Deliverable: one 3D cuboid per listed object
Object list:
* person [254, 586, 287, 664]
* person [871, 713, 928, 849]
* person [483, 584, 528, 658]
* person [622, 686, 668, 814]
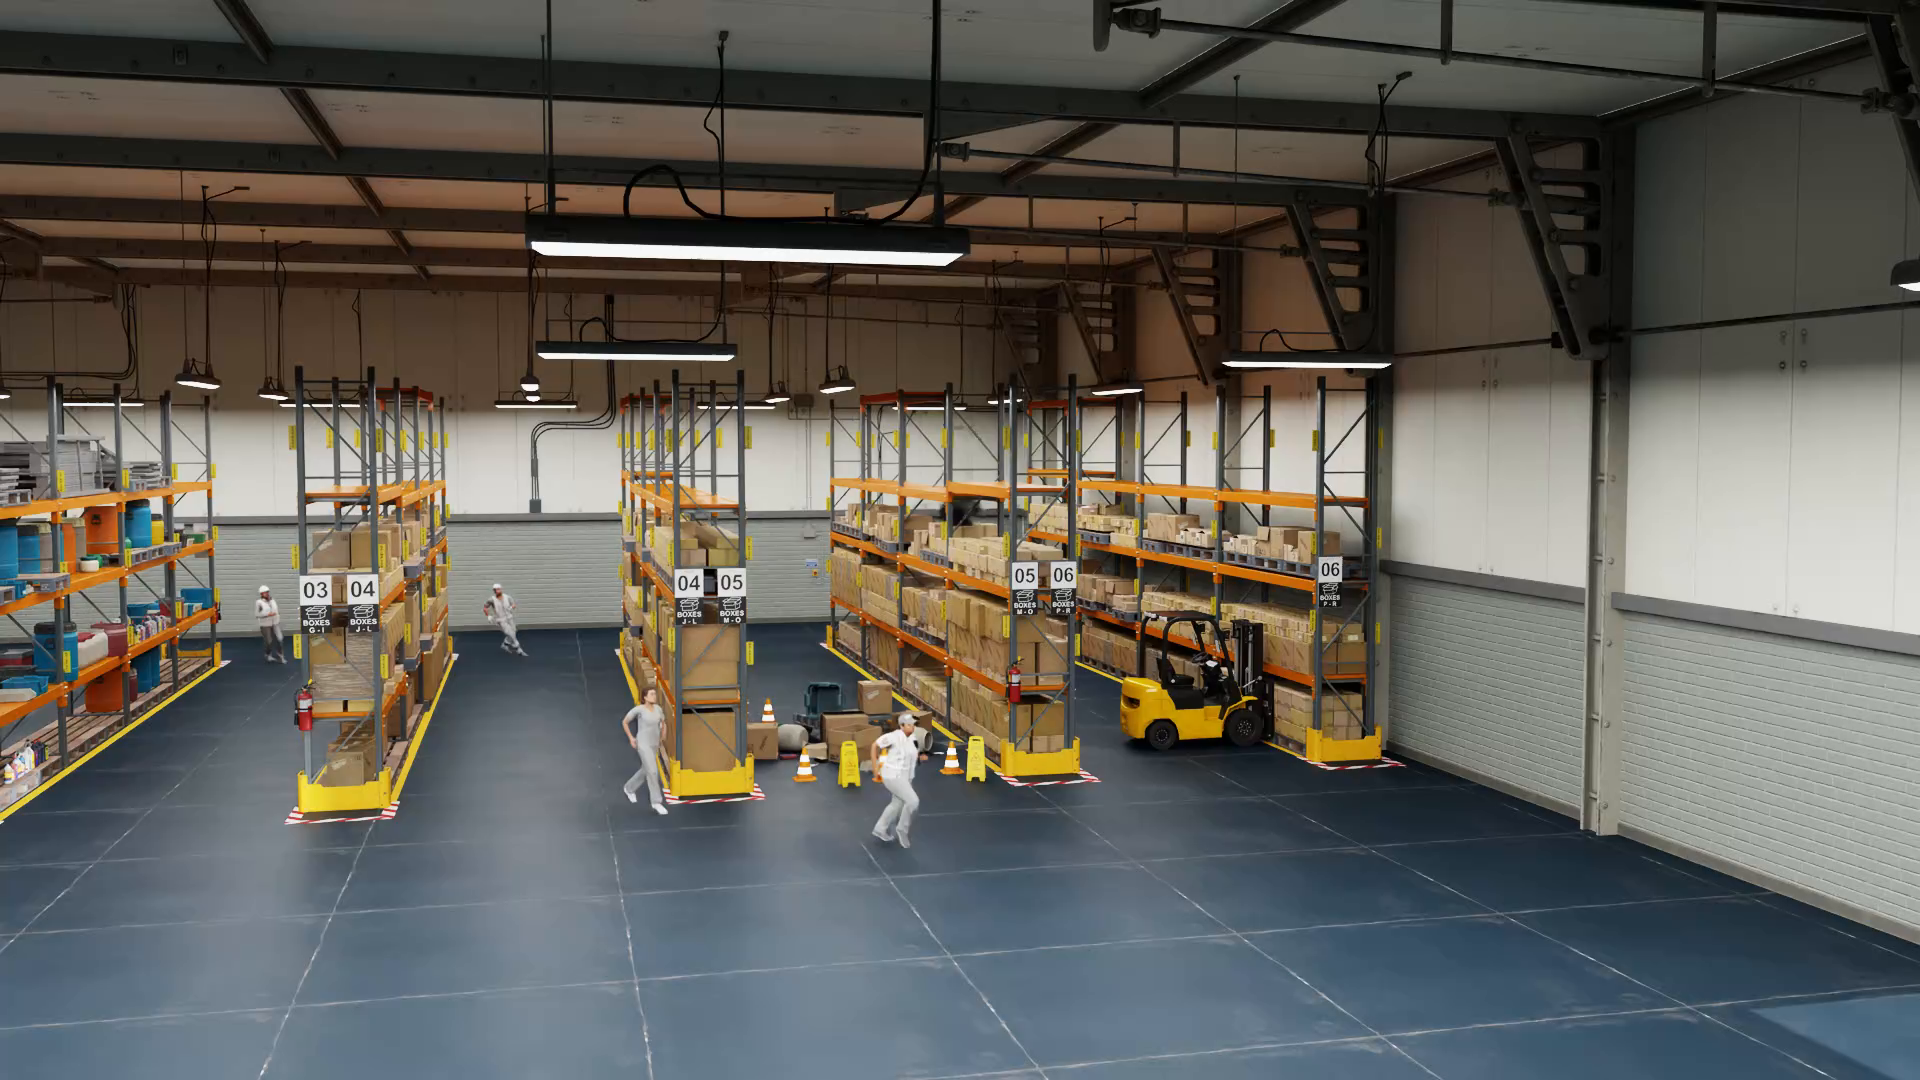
[{"bbox_3d":[-15.517,1.911,37.249,0.686,1.799,0.650,3,5,45],"label":"person"},{"bbox_3d":[-0.756,2.955,20.486,0.796,1.662,0.630,2,4,33],"label":"person"},{"bbox_3d":[-10.490,1.855,38.329,0.874,1.715,0.713,3,5,43],"label":"person"},{"bbox_3d":[-4.248,2.817,22.585,0.931,1.684,0.579,3,4,37],"label":"person"}]
